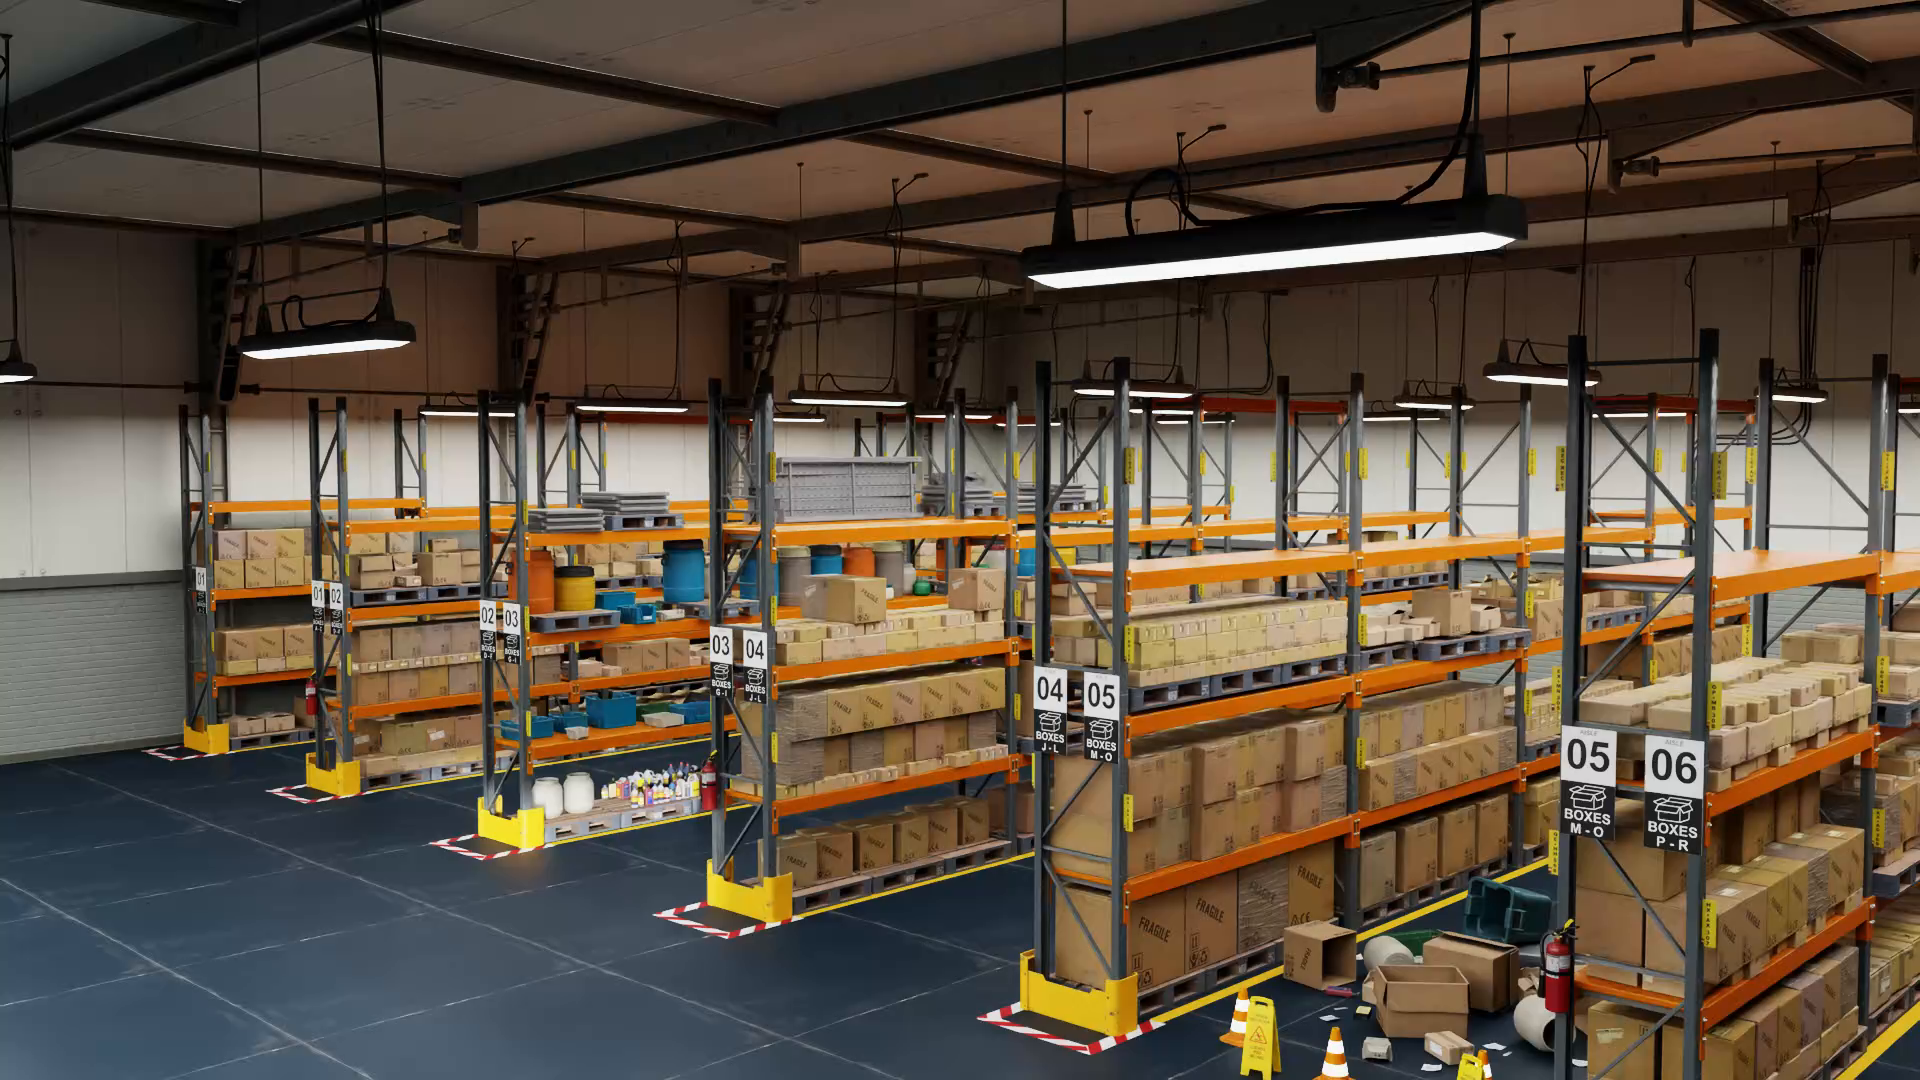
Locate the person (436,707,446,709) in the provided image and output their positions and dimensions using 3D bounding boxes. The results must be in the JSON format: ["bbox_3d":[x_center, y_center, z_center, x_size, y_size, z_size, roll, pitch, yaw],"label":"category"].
[{"bbox_3d":[-9.179,2.852,29.363,0.325,1.661,0.482,3,4,43],"label":"person"}]
